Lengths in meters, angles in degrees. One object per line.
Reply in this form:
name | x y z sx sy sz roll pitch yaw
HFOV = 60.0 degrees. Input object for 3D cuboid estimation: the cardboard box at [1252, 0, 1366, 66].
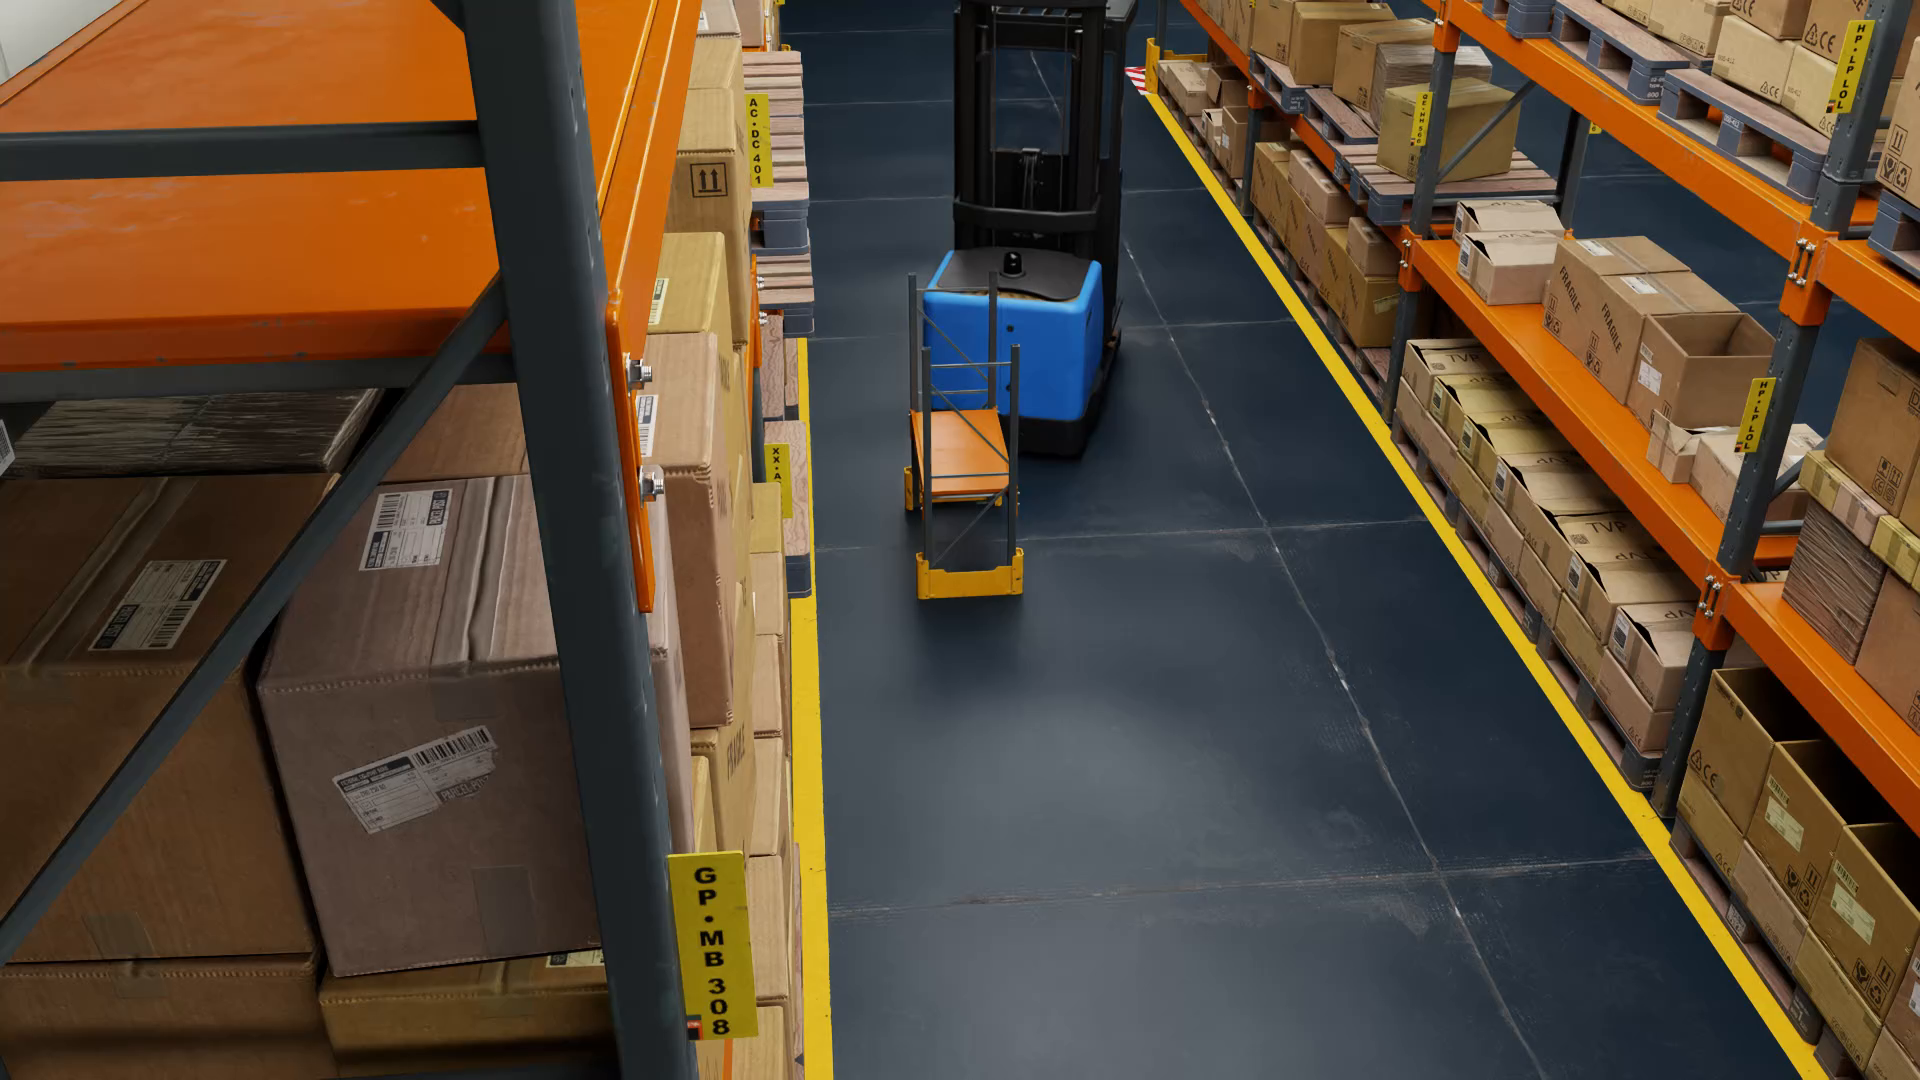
cardboard box | 2.770 -4.116 13.209 0.700 0.500 0.500 -13 33 -21

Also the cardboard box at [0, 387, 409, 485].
cardboard box | -1.224 -0.034 2.864 0.500 0.500 0.500 -1 31 -2

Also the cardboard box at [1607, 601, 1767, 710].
cardboard box | 3.373 0.505 7.704 0.500 0.311 0.500 -3 31 -5

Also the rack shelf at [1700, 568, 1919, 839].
rack shelf | 3.883 1.269 5.402 1.077 0.370 4.000 -3 31 -5

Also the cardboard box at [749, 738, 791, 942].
cardboard box | -0.745 0.916 4.687 0.500 0.500 0.500 -2 31 -3

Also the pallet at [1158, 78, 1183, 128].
pallet | 2.658 -4.545 17.153 1.003 0.211 1.213 -3 31 -5

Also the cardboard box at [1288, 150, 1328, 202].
cardboard box | 2.845 -2.814 12.814 0.500 0.250 0.500 -3 31 -4

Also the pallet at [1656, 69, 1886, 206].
pallet | 3.601 -1.716 6.960 0.805 0.209 1.217 -4 31 -7

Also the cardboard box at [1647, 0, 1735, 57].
cardboard box | 3.579 -2.444 7.728 0.500 0.250 0.500 -5 31 -9

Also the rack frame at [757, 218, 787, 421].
rack frame | -1.609 -1.864 9.946 1.000 3.000 0.127 -3 31 -5

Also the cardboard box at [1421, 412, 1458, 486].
cardboard box | 3.127 -0.565 10.043 0.500 0.250 0.500 -4 31 -6

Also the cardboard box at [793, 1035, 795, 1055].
cardboard box | -0.696 1.487 4.462 0.500 0.250 0.500 -3 31 -5

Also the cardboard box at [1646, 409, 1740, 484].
cardboard box | 3.431 -0.443 7.699 0.396 0.266 0.258 -3 31 -6

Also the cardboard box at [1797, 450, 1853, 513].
cardboard box | 3.529 -0.236 6.490 0.380 0.149 0.250 -3 31 -5

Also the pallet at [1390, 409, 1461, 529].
pallet | 3.361 -0.484 10.355 1.003 0.211 1.213 -3 31 -5

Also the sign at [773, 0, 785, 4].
sign | -1.443 -4.400 13.140 0.100 0.325 0.005 -3 31 -5

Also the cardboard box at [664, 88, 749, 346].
cardboard box | -0.798 -0.802 4.151 0.500 0.500 0.500 -4 31 -6

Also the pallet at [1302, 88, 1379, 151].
pallet | 3.136 -3.013 12.058 1.003 0.211 1.213 -3 31 -5

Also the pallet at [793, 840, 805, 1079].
pallet | -1.137 1.717 6.671 1.003 0.211 1.213 -3 31 -5

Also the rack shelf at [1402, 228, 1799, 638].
rack shelf | 3.509 -0.773 8.821 1.077 0.370 4.000 -3 31 -5

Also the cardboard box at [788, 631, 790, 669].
cardboard box | -0.889 0.461 6.180 0.500 0.250 0.500 -3 31 -4

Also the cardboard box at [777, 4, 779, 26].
cardboard box | -2.158 -5.057 14.999 0.980 0.700 0.700 -4 31 -7

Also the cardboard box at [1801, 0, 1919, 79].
cardboard box | 3.678 -2.103 6.427 0.500 0.500 0.500 -2 31 -4

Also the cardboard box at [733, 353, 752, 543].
cardboard box | -0.782 -0.115 3.975 0.500 0.500 0.500 -1 31 -2

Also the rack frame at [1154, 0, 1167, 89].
rack frame | 2.575 -6.188 17.185 1.000 3.000 0.127 -3 31 -5

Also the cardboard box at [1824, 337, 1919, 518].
cardboard box | 3.744 -0.435 6.190 0.700 0.500 0.500 -3 31 -4

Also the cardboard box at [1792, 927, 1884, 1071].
cardboard box | 3.521 1.702 6.249 0.500 0.250 0.500 -3 31 -5

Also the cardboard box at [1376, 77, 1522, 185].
cardboard box | 3.152 -2.643 10.742 0.700 0.500 0.500 -13 33 -21

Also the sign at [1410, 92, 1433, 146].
sign | 2.783 -2.535 10.018 0.100 0.325 0.005 -3 31 -5

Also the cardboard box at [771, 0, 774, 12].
cardboard box | -1.685 -4.181 12.687 0.500 0.250 0.500 -2 31 -3

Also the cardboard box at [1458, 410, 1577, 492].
cardboard box | 3.182 -0.534 9.444 0.500 0.311 0.500 -4 31 -6

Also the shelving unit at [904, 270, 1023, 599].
shelving unit | 0.007 -0.605 9.301 0.587 1.500 1.083 -3 31 -5

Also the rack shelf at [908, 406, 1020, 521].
rack shelf | 0.008 -0.446 9.385 0.538 0.185 1.000 -3 31 -5

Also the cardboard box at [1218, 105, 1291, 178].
cardboard box | 2.613 -3.538 14.758 0.500 0.500 0.500 -3 31 -5

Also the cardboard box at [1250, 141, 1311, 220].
cardboard box | 2.751 -3.002 13.861 0.500 0.500 0.500 -4 31 -7

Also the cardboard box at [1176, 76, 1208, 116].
cardboard box | 2.437 -4.394 16.435 0.500 0.250 0.500 -3 31 -5

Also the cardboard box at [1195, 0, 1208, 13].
cardboard box | 2.497 -5.217 15.461 0.500 0.500 0.500 -2 31 -4

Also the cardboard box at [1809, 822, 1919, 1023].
cardboard box | 3.521 1.380 6.056 0.500 0.500 0.500 -3 31 -5

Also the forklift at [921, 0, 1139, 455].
forklift | 0.553 -2.536 11.138 1.130 2.935 3.031 6 31 10

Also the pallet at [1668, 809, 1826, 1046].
pallet | 3.729 1.544 6.959 1.003 0.211 1.213 -3 31 -5

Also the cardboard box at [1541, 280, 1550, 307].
cardboard box | 3.498 -1.347 9.325 0.380 0.149 0.250 -1 31 -1

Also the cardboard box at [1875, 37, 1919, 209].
cardboard box | 3.481 -1.362 5.537 0.500 0.500 0.500 0 31 -1

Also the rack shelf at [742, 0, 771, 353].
rack shelf | -1.422 -1.822 7.652 1.077 0.370 4.000 -3 31 -5

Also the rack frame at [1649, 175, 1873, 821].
rack frame | 3.696 -0.061 6.927 1.000 3.000 0.127 -3 31 -5

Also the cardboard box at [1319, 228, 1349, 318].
cardboard box | 2.953 -1.949 12.098 0.500 0.500 0.500 -4 31 -6

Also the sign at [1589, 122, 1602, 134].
sign | 3.875 -2.629 10.097 0.100 0.325 0.005 -3 31 -5

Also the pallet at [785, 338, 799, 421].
pallet | -1.608 -1.073 11.341 1.003 0.211 1.213 -3 31 -5

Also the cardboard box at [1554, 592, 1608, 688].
cardboard box | 3.323 0.483 8.289 0.500 0.250 0.500 -3 31 -5
